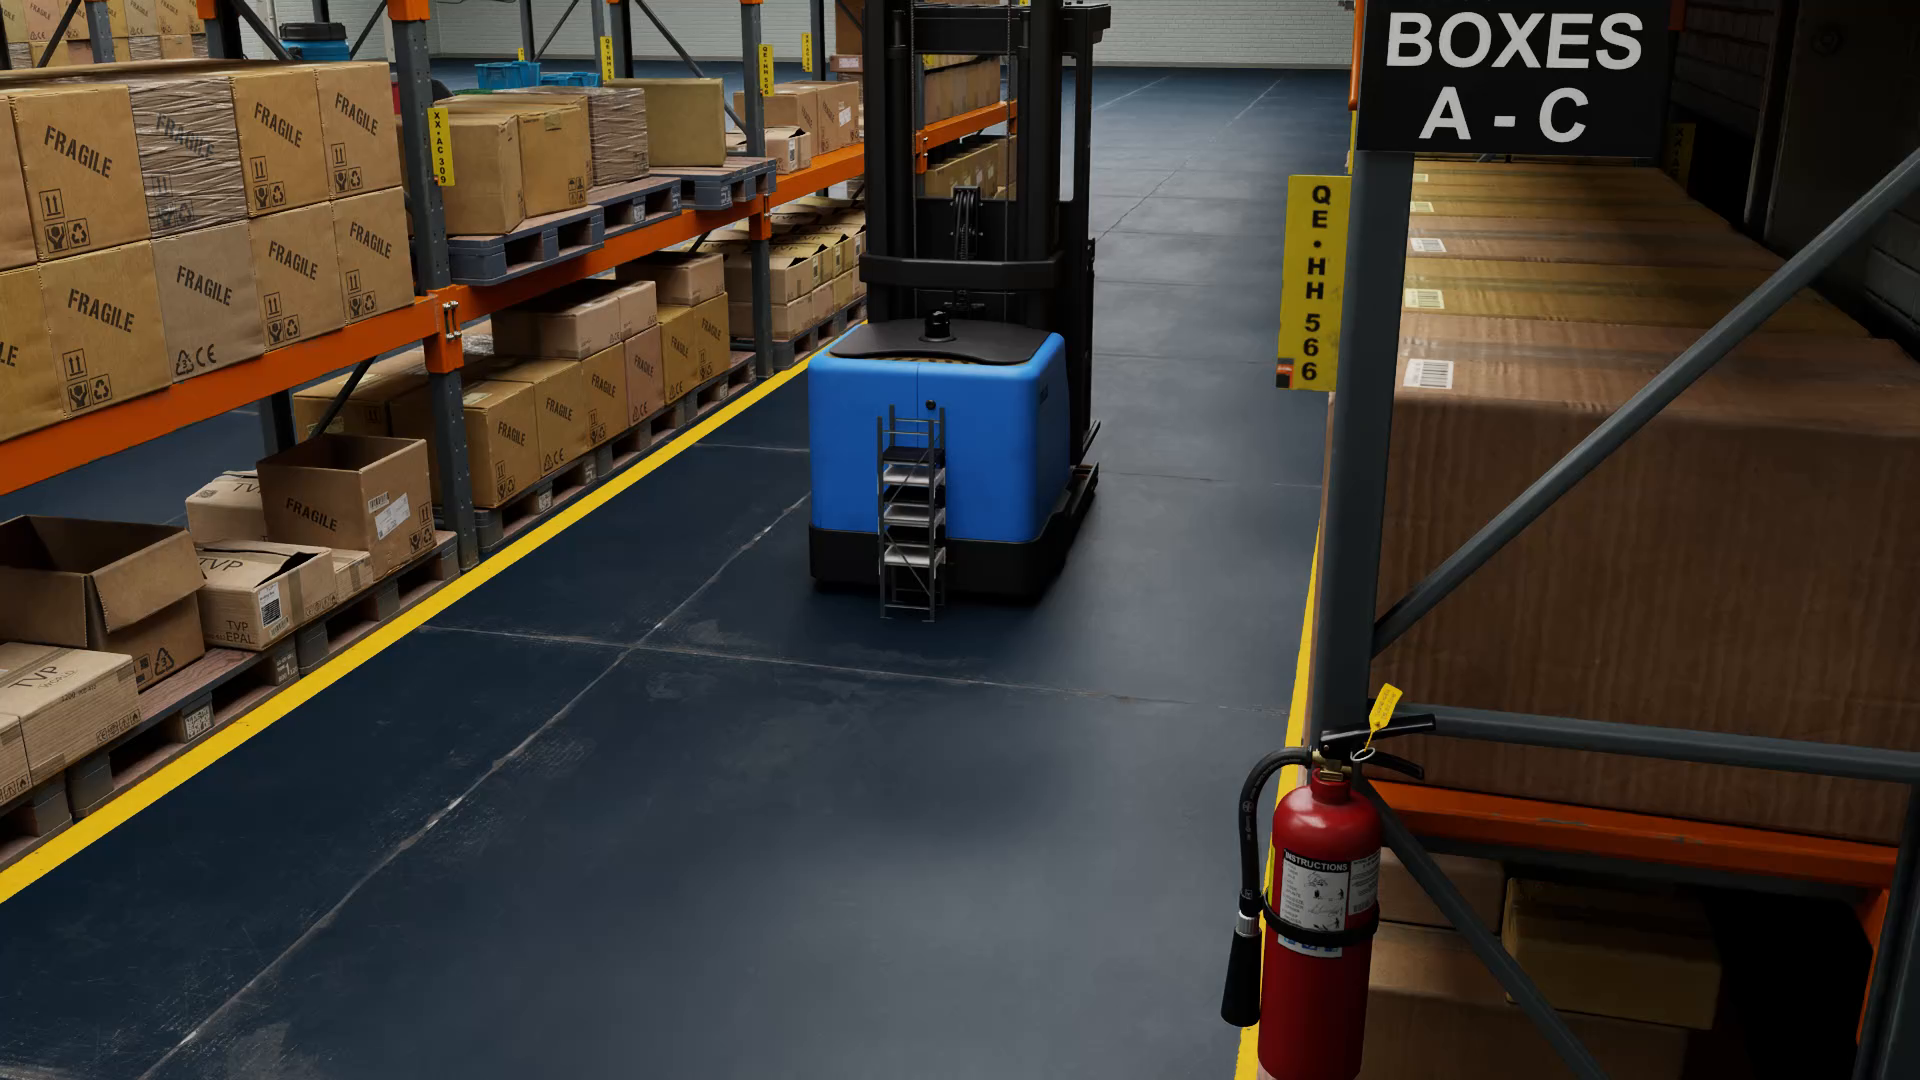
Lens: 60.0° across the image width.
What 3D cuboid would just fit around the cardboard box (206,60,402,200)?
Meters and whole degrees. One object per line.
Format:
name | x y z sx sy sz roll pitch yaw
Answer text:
cardboard box | -2.638 -1.664 6.717 0.500 0.500 0.500 5 19 14

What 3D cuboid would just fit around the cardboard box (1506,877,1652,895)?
cardboard box | 1.258 0.921 4.067 0.700 0.500 0.500 5 19 13

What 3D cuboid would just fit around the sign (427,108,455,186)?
sign | -2.237 -1.692 7.161 0.100 0.325 0.005 5 19 13

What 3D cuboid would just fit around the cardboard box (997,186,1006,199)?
cardboard box | 0.211 -3.632 17.785 0.500 0.250 0.500 5 19 13

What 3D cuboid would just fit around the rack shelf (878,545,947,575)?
rack shelf | -0.205 0.090 7.191 0.258 0.077 0.200 4 19 11

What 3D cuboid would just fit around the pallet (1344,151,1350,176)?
pallet | 3.087 -2.327 10.657 1.213 0.211 1.003 5 19 13

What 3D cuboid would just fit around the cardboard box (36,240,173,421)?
cardboard box | -3.009 -0.710 5.471 0.500 0.500 0.500 5 19 14

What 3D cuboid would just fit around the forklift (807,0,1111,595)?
forklift | 0.131 -1.586 8.296 1.130 2.935 3.031 4 19 11

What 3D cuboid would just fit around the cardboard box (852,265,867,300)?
cardboard box | -1.007 -2.097 13.289 0.500 0.250 0.500 5 20 14

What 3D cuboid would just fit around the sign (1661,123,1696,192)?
sign | 2.578 -1.336 5.997 0.100 0.325 0.005 5 19 13

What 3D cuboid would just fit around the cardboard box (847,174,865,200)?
cardboard box | -0.776 -3.401 15.948 0.500 0.500 0.500 5 19 13

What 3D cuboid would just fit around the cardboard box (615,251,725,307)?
cardboard box | -1.799 -1.627 10.336 0.500 0.250 0.500 5 20 15

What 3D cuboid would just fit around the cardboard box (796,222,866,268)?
cardboard box | -1.003 -2.366 13.211 0.500 0.311 0.500 4 19 13

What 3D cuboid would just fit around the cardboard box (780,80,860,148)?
cardboard box | -1.143 -3.473 13.560 0.500 0.500 0.500 6 20 17

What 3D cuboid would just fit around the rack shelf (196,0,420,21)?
rack shelf | -3.254 -1.775 5.215 1.077 0.370 4.000 5 19 13

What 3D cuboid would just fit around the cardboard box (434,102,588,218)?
cardboard box | -2.326 -1.920 8.364 0.700 0.500 0.500 8 20 22

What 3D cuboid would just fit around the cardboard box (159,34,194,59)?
cardboard box | -9.606 -5.719 19.675 0.875 0.500 0.500 5 19 13

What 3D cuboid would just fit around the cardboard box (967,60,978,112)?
cardboard box | -0.211 -4.666 17.052 0.700 0.500 0.500 5 19 14

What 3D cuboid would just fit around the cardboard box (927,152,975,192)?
cardboard box | -0.150 -3.516 16.286 0.500 0.500 0.500 5 19 13

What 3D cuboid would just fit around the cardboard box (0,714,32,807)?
cardboard box | -3.213 0.719 5.014 0.500 0.250 0.500 5 19 13

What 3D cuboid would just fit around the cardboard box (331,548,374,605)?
cardboard box | -2.663 0.142 6.862 0.380 0.149 0.250 5 19 13

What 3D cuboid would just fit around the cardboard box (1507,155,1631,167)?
cardboard box | 2.396 -1.254 6.573 0.500 0.500 0.500 4 19 12

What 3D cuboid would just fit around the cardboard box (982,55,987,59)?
cardboard box | 0.069 -5.062 17.209 0.380 0.149 0.250 5 19 14

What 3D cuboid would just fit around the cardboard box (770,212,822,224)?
cardboard box | -1.406 -2.564 13.791 0.500 0.311 0.500 4 19 12

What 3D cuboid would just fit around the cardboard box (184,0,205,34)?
cardboard box | -9.333 -6.337 19.937 0.500 0.500 0.500 5 19 13

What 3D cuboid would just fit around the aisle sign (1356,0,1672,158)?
aisle sign | 0.753 -0.910 2.190 0.394 0.787 0.004 5 19 13

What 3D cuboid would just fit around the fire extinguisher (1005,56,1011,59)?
fire extinguisher | 0.646 -5.047 18.444 0.296 0.674 0.183 5 19 13

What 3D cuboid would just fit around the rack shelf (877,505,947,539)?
rack shelf | -0.205 -0.080 7.133 0.258 0.077 0.200 4 19 11

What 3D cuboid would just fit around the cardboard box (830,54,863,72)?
cardboard box | -0.952 -4.286 14.938 0.380 0.149 0.250 5 19 13

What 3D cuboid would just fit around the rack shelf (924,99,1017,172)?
rack shelf | -0.322 -4.116 16.712 1.077 0.370 4.000 5 19 13

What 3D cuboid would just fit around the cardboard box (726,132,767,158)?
cardboard box | -1.657 -2.645 11.428 0.500 0.311 0.500 6 20 17

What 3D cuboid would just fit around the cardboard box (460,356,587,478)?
cardboard box | -2.291 -0.648 8.631 0.500 0.500 0.500 5 19 14

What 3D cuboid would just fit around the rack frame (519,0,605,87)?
rack frame | -4.636 -5.476 19.579 1.000 3.000 0.127 5 19 13

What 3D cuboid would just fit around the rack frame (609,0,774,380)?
rack frame | -1.788 -2.576 11.089 1.000 3.000 0.127 5 19 13

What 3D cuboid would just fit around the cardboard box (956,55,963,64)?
cardboard box | -0.182 -4.739 16.263 0.380 0.149 0.250 4 19 13

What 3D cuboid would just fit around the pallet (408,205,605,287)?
pallet | -2.464 -1.474 8.158 1.003 0.211 1.213 5 19 13

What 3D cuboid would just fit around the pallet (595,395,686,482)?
pallet | -2.307 -0.644 9.748 1.003 0.211 1.213 5 19 13

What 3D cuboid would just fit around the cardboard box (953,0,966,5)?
cardboard box | -0.341 -5.103 16.324 0.700 0.500 0.500 5 19 13

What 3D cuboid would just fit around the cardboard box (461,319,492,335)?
cardboard box | -2.549 -0.996 9.650 0.500 0.500 0.500 4 19 12

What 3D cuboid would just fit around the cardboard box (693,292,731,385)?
cardboard box | -1.789 -1.290 10.510 0.500 0.500 0.500 5 20 16

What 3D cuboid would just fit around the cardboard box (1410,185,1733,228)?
cardboard box | 1.707 -0.677 5.066 0.980 0.700 0.700 4 19 12

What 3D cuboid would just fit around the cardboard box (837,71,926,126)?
cardboard box | -0.709 -4.017 15.153 0.700 0.500 0.500 4 19 12

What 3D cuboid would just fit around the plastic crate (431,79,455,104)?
plastic crate | -5.362 -4.347 16.370 0.767 0.338 0.504 5 19 13

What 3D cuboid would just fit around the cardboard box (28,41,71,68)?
cardboard box | -10.090 -5.092 17.839 0.875 0.500 0.500 5 19 13

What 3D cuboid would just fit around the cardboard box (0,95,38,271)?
cardboard box | -3.131 -1.028 4.856 0.500 0.500 0.500 5 19 14

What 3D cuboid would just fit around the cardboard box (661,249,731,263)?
cardboard box | -1.899 -1.923 11.913 0.500 0.311 0.500 5 20 15

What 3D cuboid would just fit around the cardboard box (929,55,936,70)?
cardboard box | -0.435 -4.413 15.309 0.380 0.149 0.250 4 19 12

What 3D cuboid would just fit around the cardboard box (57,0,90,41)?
cardboard box | -9.816 -5.709 18.100 0.500 0.500 0.500 5 19 13

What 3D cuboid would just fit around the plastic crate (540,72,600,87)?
plastic crate | -4.468 -5.225 19.075 0.499 0.251 0.616 5 19 13

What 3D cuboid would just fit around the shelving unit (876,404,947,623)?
shelving unit | -0.205 -0.112 7.122 0.258 0.900 0.210 4 19 11

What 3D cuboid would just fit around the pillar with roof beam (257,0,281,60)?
pillar with roof beam | -14.868 -16.915 43.788 9.100 9.000 0.400 5 19 13
